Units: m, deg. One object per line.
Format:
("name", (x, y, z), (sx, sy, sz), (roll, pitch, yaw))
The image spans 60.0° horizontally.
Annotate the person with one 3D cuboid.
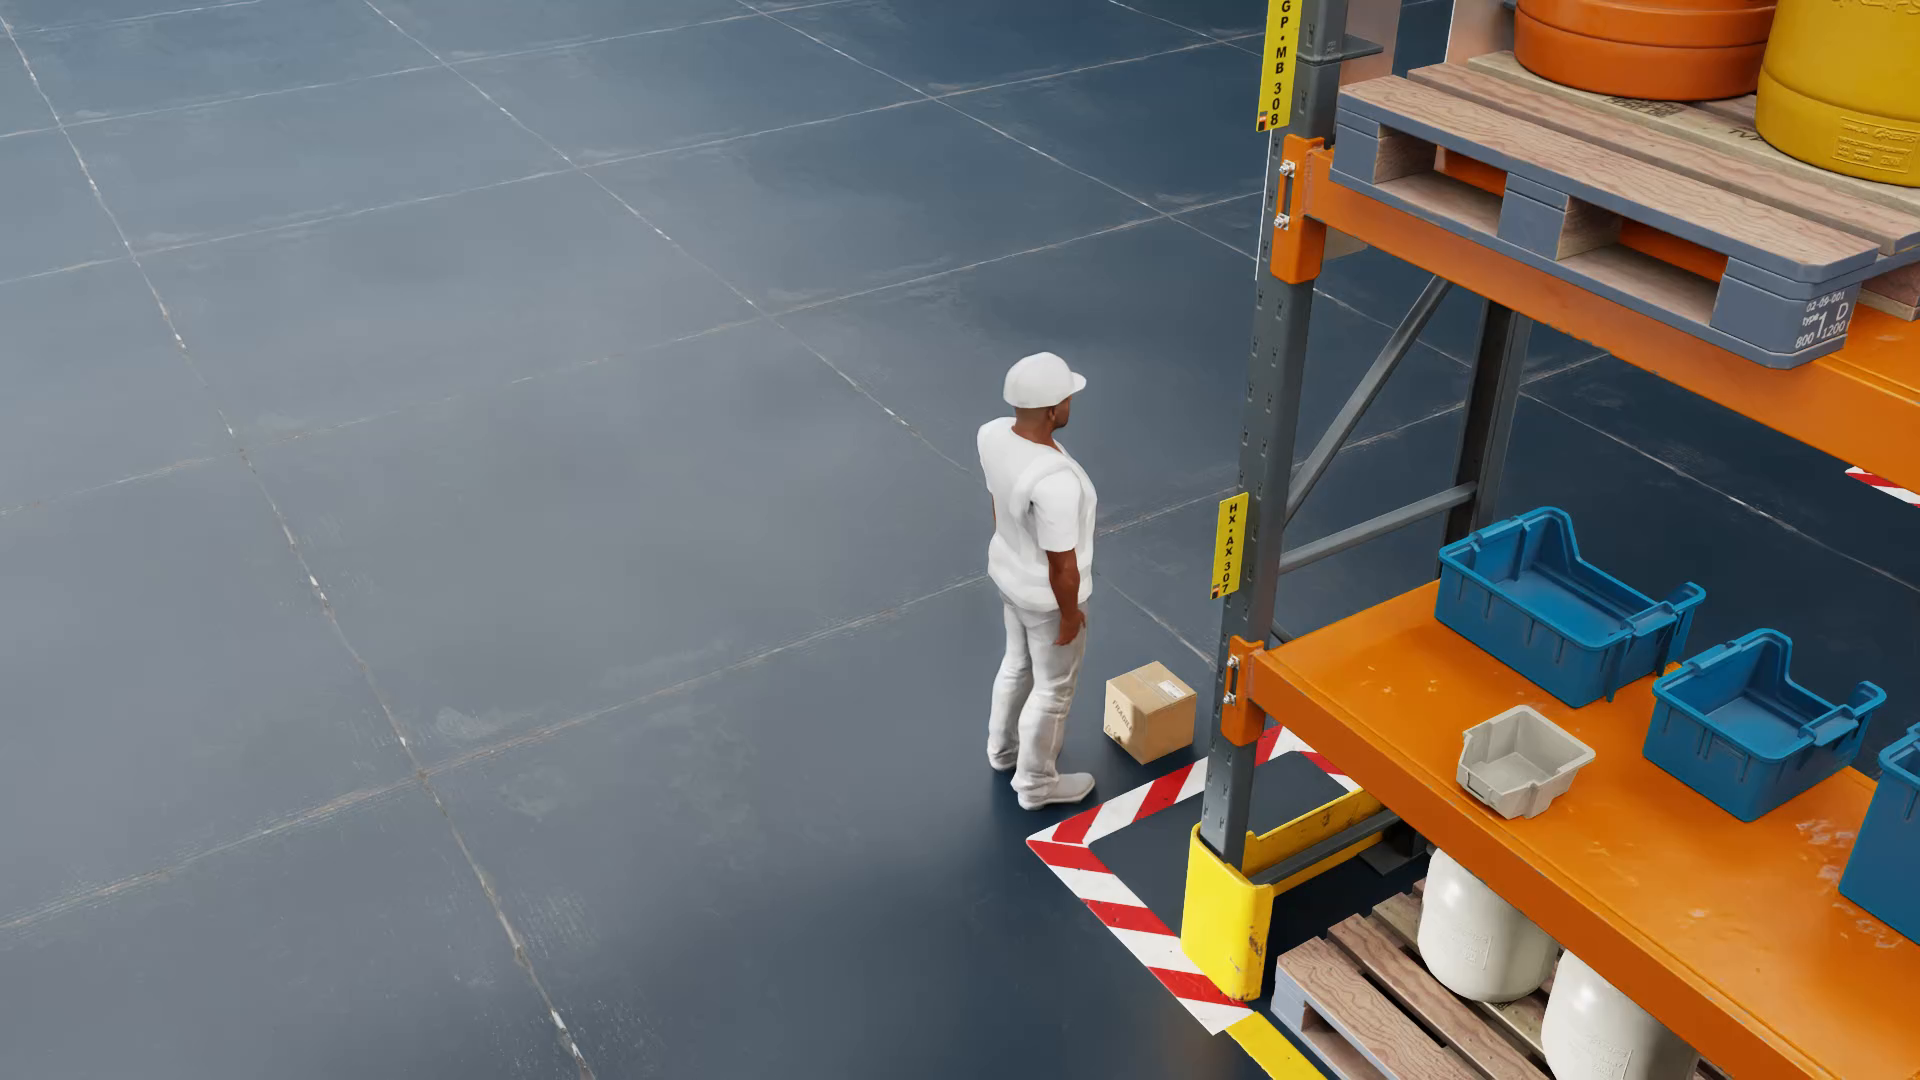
("person", (0.278, 0.145, 5.891), (0.353, 1.761, 0.563), (-14, 35, -20))
